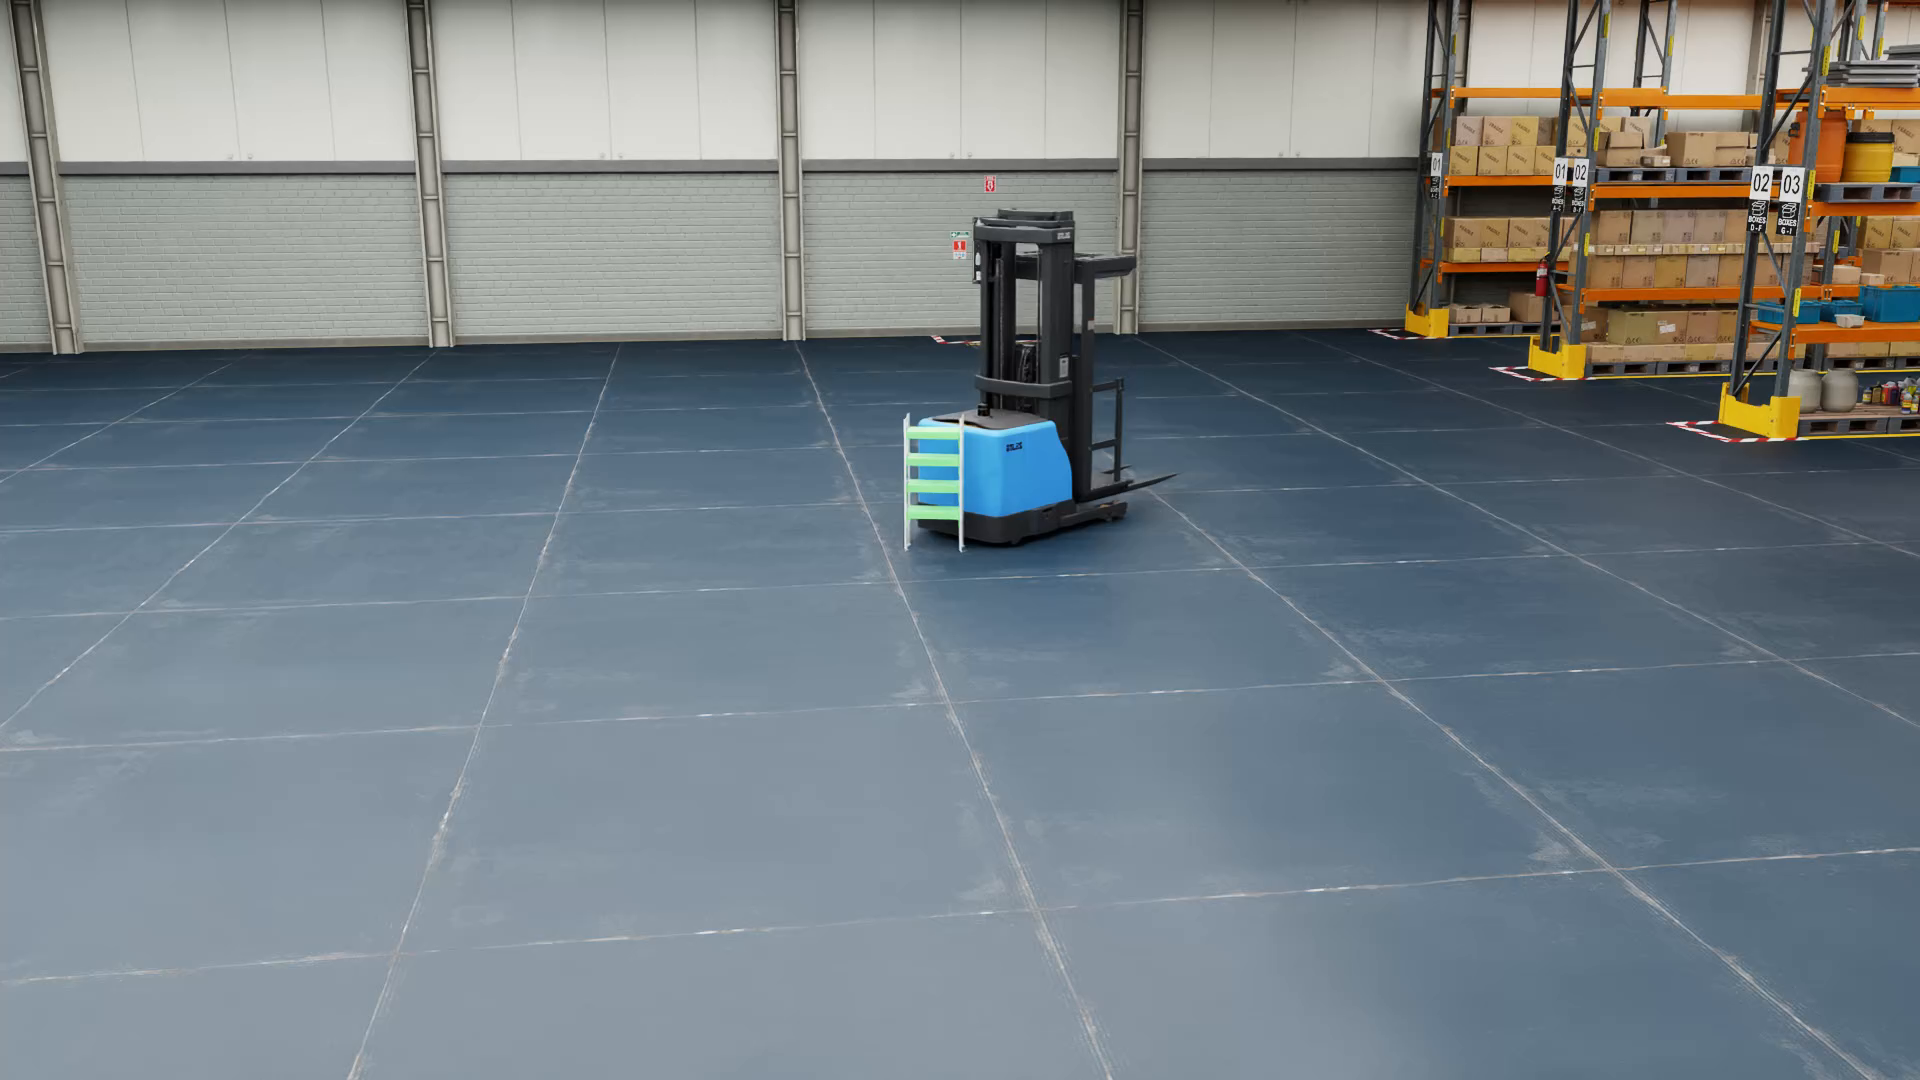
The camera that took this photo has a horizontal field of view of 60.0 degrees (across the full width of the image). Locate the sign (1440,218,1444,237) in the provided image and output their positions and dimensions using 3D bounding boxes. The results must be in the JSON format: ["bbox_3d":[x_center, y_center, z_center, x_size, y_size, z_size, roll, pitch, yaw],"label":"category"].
[{"bbox_3d":[8.456,-5.489,29.164,0.005,0.325,0.100,-2,14,-8],"label":"sign"}]

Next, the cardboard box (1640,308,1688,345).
[{"bbox_3d":[10.666,-3.248,25.254,0.500,0.500,0.500,-2,14,-8],"label":"cardboard box"}]

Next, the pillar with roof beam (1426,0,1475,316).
[{"bbox_3d":[9.579,-7.308,25.861,0.400,9.000,9.100,-2,14,-8],"label":"pillar with roof beam"}]

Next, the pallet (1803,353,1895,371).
[{"bbox_3d":[13.794,-2.837,26.100,1.213,0.211,1.003,-2,14,-8],"label":"pallet"}]

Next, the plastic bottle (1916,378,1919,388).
[{"bbox_3d":[12.339,-1.939,21.327,0.185,0.351,0.144,-2,14,-9],"label":"plastic bottle"}]

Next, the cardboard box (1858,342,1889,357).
[{"bbox_3d":[14.013,-2.997,25.793,0.500,0.250,0.500,-2,14,-7],"label":"cardboard box"}]

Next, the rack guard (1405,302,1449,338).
[{"bbox_3d":[8.450,-3.990,30.105,0.348,0.500,1.175,-2,14,-8],"label":"rack guard"}]

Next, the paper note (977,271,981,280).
[{"bbox_3d":[0.370,-4.718,29.681,0.142,0.148,0.016,-2,14,-8],"label":"paper note"}]

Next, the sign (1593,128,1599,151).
[{"bbox_3d":[9.193,-5.792,24.025,0.005,0.325,0.100,-2,14,-8],"label":"sign"}]

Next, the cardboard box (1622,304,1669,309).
[{"bbox_3d":[10.589,-3.373,25.752,0.500,0.500,0.500,-2,14,-8],"label":"cardboard box"}]

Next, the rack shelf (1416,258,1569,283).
[{"bbox_3d":[10.352,-4.923,30.166,4.000,0.370,1.077,-2,14,-8],"label":"rack shelf"}]

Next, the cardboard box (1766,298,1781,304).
[{"bbox_3d":[15.054,-4.461,31.079,0.500,0.500,0.700,-2,14,-8],"label":"cardboard box"}]

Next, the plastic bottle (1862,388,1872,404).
[{"bbox_3d":[11.601,-1.845,21.260,0.097,0.201,0.097,0,14,0],"label":"plastic bottle"}]

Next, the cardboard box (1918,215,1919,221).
[{"bbox_3d":[17.798,-6.049,30.776,0.500,0.250,0.500,-2,14,-8],"label":"cardboard box"}]

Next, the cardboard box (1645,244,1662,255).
[{"bbox_3d":[10.294,-4.362,24.908,0.250,0.149,0.380,-2,14,-9],"label":"cardboard box"}]

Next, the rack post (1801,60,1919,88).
[{"bbox_3d":[10.617,-5.481,19.605,0.954,0.300,0.937,-1,14,-2],"label":"rack post"}]

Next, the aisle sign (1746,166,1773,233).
[{"bbox_3d":[9.735,-4.147,20.246,0.004,0.787,0.394,-2,14,-8],"label":"aisle sign"}]

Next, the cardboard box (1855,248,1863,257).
[{"bbox_3d":[16.645,-5.334,30.799,0.250,0.149,0.380,-2,14,-9],"label":"cardboard box"}]

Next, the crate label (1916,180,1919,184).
[{"bbox_3d":[11.751,-4.188,19.894,0.408,0.251,0.502,-2,14,-8],"label":"crate label"}]

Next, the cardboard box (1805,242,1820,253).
[{"bbox_3d":[12.835,-4.455,25.281,0.250,0.149,0.380,-2,14,-8],"label":"cardboard box"}]

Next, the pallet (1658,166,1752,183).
[{"bbox_3d":[11.028,-5.485,24.941,1.213,0.211,1.003,-2,14,-8],"label":"pallet"}]

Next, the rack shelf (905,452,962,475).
[{"bbox_3d":[-0.229,-0.679,14.738,0.480,0.148,0.258,1,14,5],"label":"rack shelf"}]

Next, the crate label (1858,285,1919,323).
[{"bbox_3d":[11.630,-2.966,20.808,0.616,0.435,0.502,-2,14,-8],"label":"crate label"}]

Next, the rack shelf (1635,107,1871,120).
[{"bbox_3d":[14.308,-7.784,30.063,4.000,0.370,1.077,-2,14,-8],"label":"rack shelf"}]

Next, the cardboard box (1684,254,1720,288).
[{"bbox_3d":[11.110,-4.128,25.308,0.500,0.500,0.700,-2,14,-7],"label":"cardboard box"}]

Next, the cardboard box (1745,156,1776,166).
[{"bbox_3d":[11.920,-5.649,24.778,0.250,0.149,0.380,-2,14,-8],"label":"cardboard box"}]

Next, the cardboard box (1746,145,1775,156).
[{"bbox_3d":[12.000,-5.862,25.297,0.500,0.311,0.500,-3,14,-11],"label":"cardboard box"}]

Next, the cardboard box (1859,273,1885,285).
[{"bbox_3d":[13.978,-4.014,25.579,0.250,0.149,0.380,-2,14,-8],"label":"cardboard box"}]

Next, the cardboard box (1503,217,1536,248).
[{"bbox_3d":[9.893,-5.478,29.625,0.500,0.500,0.500,-3,14,-10],"label":"cardboard box"}]

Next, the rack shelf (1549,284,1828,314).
[{"bbox_3d":[11.094,-3.732,25.415,4.000,0.370,1.077,-2,14,-8],"label":"rack shelf"}]

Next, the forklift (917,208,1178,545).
[{"bbox_3d":[0.968,-1.670,15.854,1.130,2.935,3.031,13,19,41],"label":"forklift"}]

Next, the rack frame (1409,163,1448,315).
[{"bbox_3d":[8.375,-5.200,29.789,0.127,3.000,1.000,-2,14,-8],"label":"rack frame"}]

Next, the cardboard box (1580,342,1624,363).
[{"bbox_3d":[9.680,-2.844,25.186,0.500,0.250,0.500,-2,14,-8],"label":"cardboard box"}]

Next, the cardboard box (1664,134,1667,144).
[{"bbox_3d":[12.882,-7.053,29.942,0.500,0.500,0.500,0,14,0],"label":"cardboard box"}]

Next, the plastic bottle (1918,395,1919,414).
[{"bbox_3d":[11.916,-1.707,20.542,0.133,0.283,0.061,-2,14,-7],"label":"plastic bottle"}]

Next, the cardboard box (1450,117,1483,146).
[{"bbox_3d":[8.792,-7.154,29.111,0.500,0.500,0.500,-3,14,-12],"label":"cardboard box"}]

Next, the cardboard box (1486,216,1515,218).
[{"bbox_3d":[9.819,-5.604,30.128,0.500,0.500,0.500,-2,14,-10],"label":"cardboard box"}]

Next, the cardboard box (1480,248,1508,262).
[{"bbox_3d":[9.416,-5.100,29.660,0.500,0.250,0.500,-3,14,-10],"label":"cardboard box"}]

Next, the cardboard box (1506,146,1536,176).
[{"bbox_3d":[9.792,-6.696,29.341,0.500,0.500,0.500,-1,14,-6],"label":"cardboard box"}]

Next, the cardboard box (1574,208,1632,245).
[{"bbox_3d":[9.632,-4.702,24.932,0.500,0.500,0.700,-2,14,-8],"label":"cardboard box"}]

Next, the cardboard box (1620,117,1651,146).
[{"bbox_3d":[11.875,-7.260,29.534,0.500,0.500,0.500,-3,14,-13],"label":"cardboard box"}]

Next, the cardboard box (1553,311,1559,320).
[{"bbox_3d":[10.745,-4.122,30.449,0.250,0.149,0.380,-3,14,-13],"label":"cardboard box"}]

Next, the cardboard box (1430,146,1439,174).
[{"bbox_3d":[8.749,-6.789,29.713,0.500,0.500,0.500,-1,14,-4],"label":"cardboard box"}]

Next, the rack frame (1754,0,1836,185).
[{"bbox_3d":[9.850,-5.727,19.557,0.127,3.000,1.000,-2,14,-8],"label":"rack frame"}]

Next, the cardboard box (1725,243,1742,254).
[{"bbox_3d":[11.579,-4.409,25.099,0.250,0.149,0.380,-2,14,-7],"label":"cardboard box"}]

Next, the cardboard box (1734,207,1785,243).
[{"bbox_3d":[12.134,-4.795,25.302,0.500,0.500,0.700,-2,14,-8],"label":"cardboard box"}]

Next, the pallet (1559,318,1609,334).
[{"bbox_3d":[11.671,-3.959,30.576,1.213,0.211,1.003,-2,14,-8],"label":"pallet"}]

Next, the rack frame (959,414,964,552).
[{"bbox_3d":[0.014,-0.502,14.758,0.015,1.200,0.240,1,14,5],"label":"rack frame"}]

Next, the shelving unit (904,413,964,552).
[{"bbox_3d":[-0.229,-0.508,14.781,0.503,1.200,0.258,1,14,5],"label":"shelving unit"}]

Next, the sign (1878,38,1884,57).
[{"bbox_3d":[16.376,-8.761,29.573,0.005,0.325,0.100,-2,14,-8],"label":"sign"}]

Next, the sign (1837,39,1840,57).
[{"bbox_3d":[16.199,-9.063,30.615,0.005,0.325,0.100,-2,14,-8],"label":"sign"}]

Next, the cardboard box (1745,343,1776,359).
[{"bbox_3d":[12.150,-2.938,25.561,0.500,0.250,0.500,-2,14,-8],"label":"cardboard box"}]
